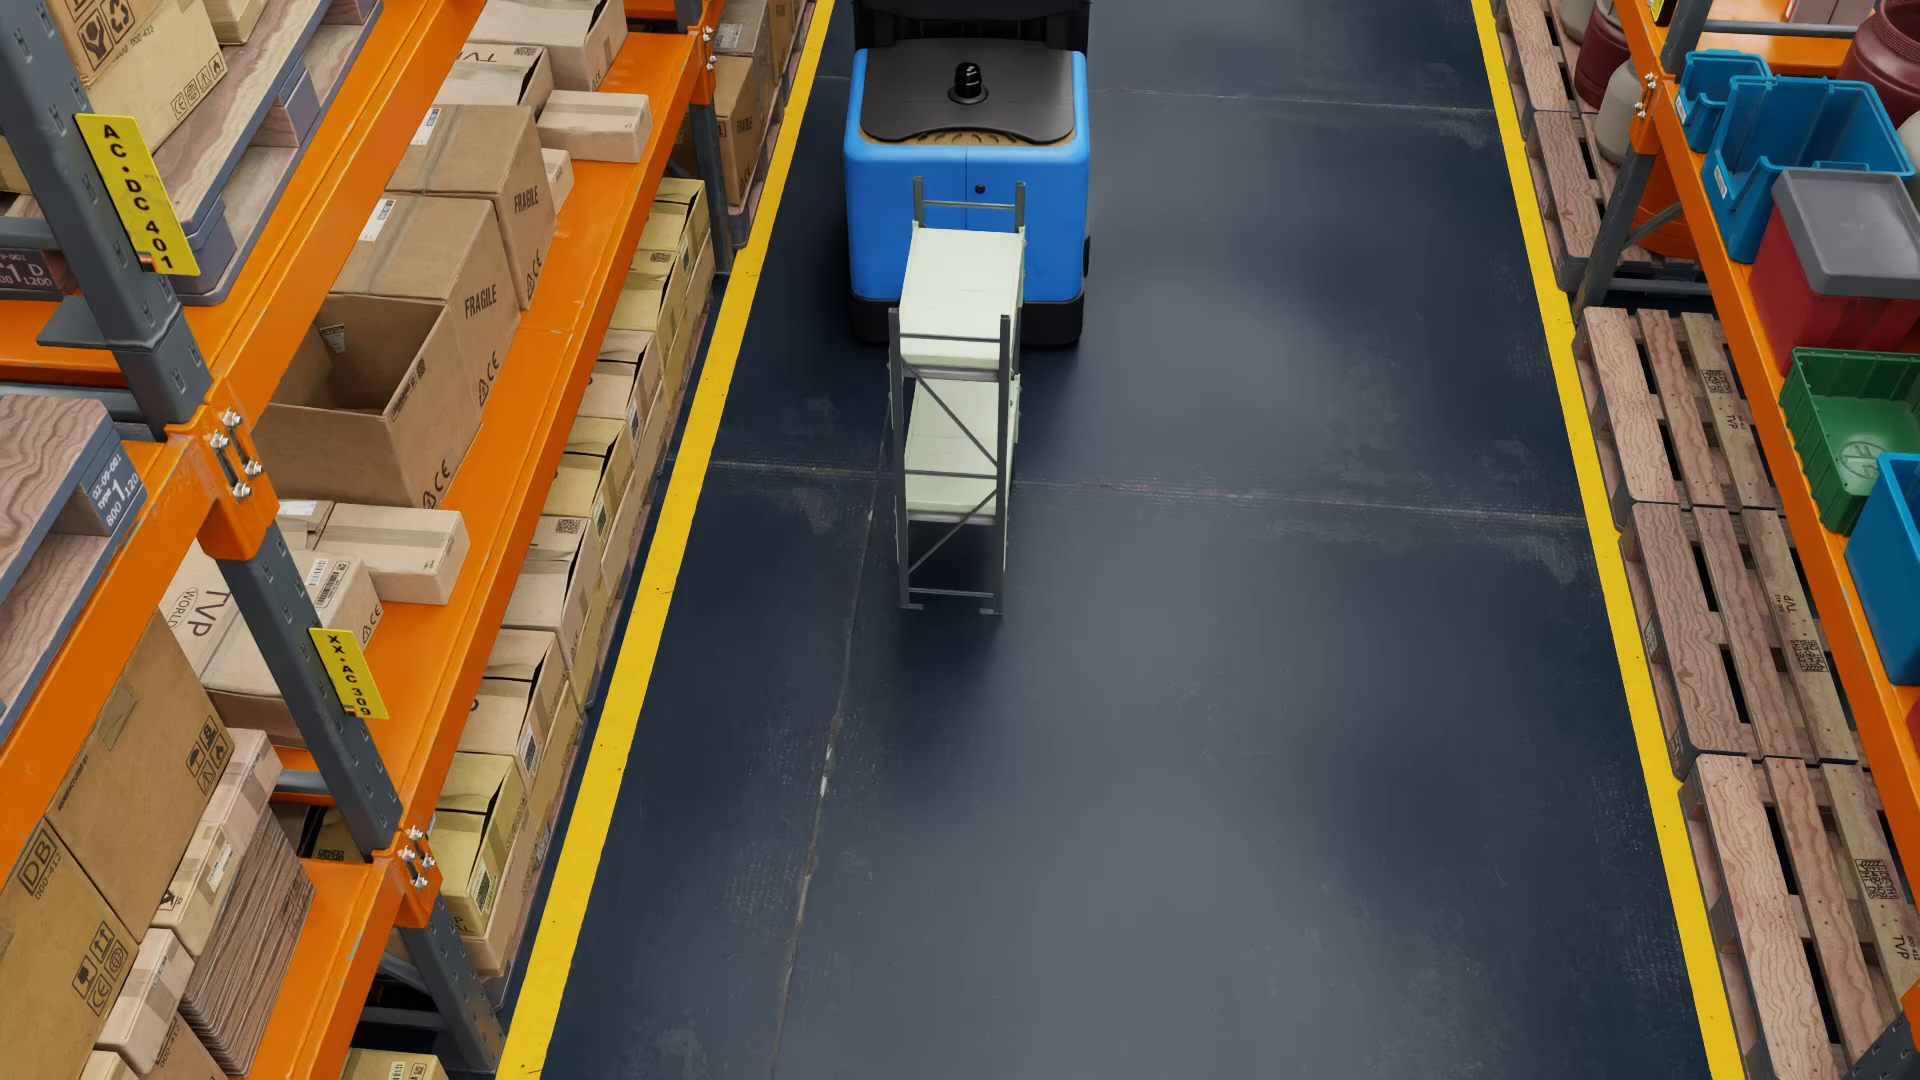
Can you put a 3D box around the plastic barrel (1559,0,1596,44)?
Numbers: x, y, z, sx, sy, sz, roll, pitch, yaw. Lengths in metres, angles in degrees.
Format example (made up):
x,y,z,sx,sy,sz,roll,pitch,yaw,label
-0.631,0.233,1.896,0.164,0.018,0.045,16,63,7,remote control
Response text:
x,y,z,sx,sy,sz,roll,pitch,yaw,label
3.437,-2.924,8.819,0.421,0.512,0.421,0,48,0,plastic barrel

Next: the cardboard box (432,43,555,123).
x,y,z,sx,sy,sz,roll,pitch,yaw,label
-1.863,-1.672,6.333,0.500,0.311,0.500,3,48,3,cardboard box

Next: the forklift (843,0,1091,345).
x,y,z,sx,sy,sz,roll,pitch,yaw,label
0.058,-2.942,7.481,1.130,2.935,3.031,1,48,1,forklift

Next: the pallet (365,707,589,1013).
x,y,z,sx,sy,sz,roll,pitch,yaw,label
-1.925,0.990,5.728,1.003,0.211,1.213,4,48,4,pallet

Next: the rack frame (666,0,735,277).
x,y,z,sx,sy,sz,roll,pitch,yaw,label
-1.589,-2.347,6.889,1.000,3.000,0.127,4,48,4,rack frame

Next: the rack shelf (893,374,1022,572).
x,y,z,sx,sy,sz,roll,pitch,yaw,label
-0.001,-0.281,6.459,0.431,0.370,0.720,4,48,4,rack shelf

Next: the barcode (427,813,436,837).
x,y,z,sx,sy,sz,roll,pitch,yaw,label
-1.515,0.804,4.753,0.001,0.075,0.075,4,48,4,barcode

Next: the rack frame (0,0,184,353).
x,y,z,sx,sy,sz,roll,pitch,yaw,label
-1.953,-1.432,1.987,1.000,3.000,0.127,4,48,4,rack frame

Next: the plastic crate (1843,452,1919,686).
x,y,z,sx,sy,sz,roll,pitch,yaw,label
2.770,0.102,4.660,0.392,0.384,0.575,4,48,4,plastic crate

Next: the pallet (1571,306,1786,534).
x,y,z,sx,sy,sz,roll,pitch,yaw,label
3.234,-0.503,7.093,1.003,0.211,1.213,4,48,4,pallet

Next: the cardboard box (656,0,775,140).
x,y,z,sx,sy,sz,roll,pitch,yaw,label
-1.221,-2.352,8.290,0.500,0.500,0.500,2,48,2,cardboard box

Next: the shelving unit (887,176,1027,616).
x,y,z,sx,sy,sz,roll,pitch,yaw,label
-0.001,-0.501,6.218,0.431,1.500,0.755,4,48,4,shelving unit

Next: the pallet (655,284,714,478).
x,y,z,sx,sy,sz,roll,pitch,yaw,label
-1.703,-0.803,7.368,1.003,0.211,1.213,4,48,4,pallet

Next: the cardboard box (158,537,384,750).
x,y,z,sx,sy,sz,roll,pitch,yaw,label
-1.952,0.279,4.590,0.500,0.250,0.500,7,48,6,cardboard box

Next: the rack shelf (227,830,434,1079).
x,y,z,sx,sy,sz,roll,pitch,yaw,label
-2.136,2.305,3.122,1.077,0.370,4.000,4,48,4,rack shelf

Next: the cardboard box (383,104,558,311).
x,y,z,sx,sy,sz,roll,pitch,yaw,label
-1.725,-1.146,5.724,0.500,0.500,0.500,2,48,1,cardboard box

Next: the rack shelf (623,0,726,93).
x,y,z,sx,sy,sz,roll,pitch,yaw,label
-1.407,-3.574,8.499,1.077,0.370,4.000,4,48,4,rack shelf

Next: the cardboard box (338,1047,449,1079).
x,y,z,sx,sy,sz,roll,pitch,yaw,label
-1.778,1.734,4.736,0.500,0.250,0.500,4,48,4,cardboard box

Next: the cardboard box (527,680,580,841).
x,y,z,sx,sy,sz,roll,pitch,yaw,label
-1.622,0.724,5.660,0.500,0.250,0.500,5,48,5,cardboard box

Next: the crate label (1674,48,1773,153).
x,y,z,sx,sy,sz,roll,pitch,yaw,label
2.932,-1.670,6.384,0.303,0.233,0.416,4,48,4,crate label

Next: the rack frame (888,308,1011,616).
x,y,z,sx,sy,sz,roll,pitch,yaw,label
-0.034,-0.232,5.972,0.400,1.500,0.023,4,48,4,rack frame

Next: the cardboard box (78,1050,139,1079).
x,y,z,sx,sy,sz,roll,pitch,yaw,label
-1.834,1.121,3.210,0.380,0.149,0.250,4,48,3,cardboard box

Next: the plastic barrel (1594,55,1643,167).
x,y,z,sx,sy,sz,roll,pitch,yaw,label
3.334,-2.094,8.060,0.421,0.512,0.421,0,48,0,plastic barrel

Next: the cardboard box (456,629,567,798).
x,y,z,sx,sy,sz,roll,pitch,yaw,label
-1.617,0.535,5.452,0.500,0.311,0.500,3,48,3,cardboard box

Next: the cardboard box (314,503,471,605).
x,y,z,sx,sy,sz,roll,pitch,yaw,label
-1.669,0.040,4.877,0.380,0.149,0.250,4,48,4,cardboard box

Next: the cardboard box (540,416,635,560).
x,y,z,sx,sy,sz,roll,pitch,yaw,label
-1.529,-0.227,6.150,0.500,0.311,0.500,5,48,5,cardboard box

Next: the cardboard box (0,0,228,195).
x,y,z,sx,sy,sz,roll,pitch,yaw,label
-1.888,-0.963,3.408,0.500,0.250,0.500,8,48,8,cardboard box

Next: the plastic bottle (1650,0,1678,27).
x,y,z,sx,sy,sz,roll,pitch,yaw,label
2.956,-2.297,6.923,0.061,0.283,0.133,4,48,4,plastic bottle

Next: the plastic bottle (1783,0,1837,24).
x,y,z,sx,sy,sz,roll,pitch,yaw,label
3.553,-2.275,6.908,0.152,0.276,0.135,4,48,4,plastic bottle

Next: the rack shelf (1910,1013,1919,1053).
x,y,z,sx,sy,sz,roll,pitch,yaw,label
2.797,2.641,2.815,1.077,0.370,4.000,4,48,4,rack shelf

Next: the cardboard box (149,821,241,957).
x,y,z,sx,sy,sz,roll,pitch,yaw,label
-1.789,0.736,3.563,0.380,0.149,0.250,3,48,3,cardboard box

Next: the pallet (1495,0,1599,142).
x,y,z,sx,sy,sz,roll,pitch,yaw,label
3.488,-2.546,8.961,1.003,0.211,1.213,4,48,4,pallet

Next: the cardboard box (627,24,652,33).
x,y,z,sx,sy,sz,roll,pitch,yaw,label
-1.736,-2.649,8.054,0.500,0.250,0.500,6,48,5,cardboard box

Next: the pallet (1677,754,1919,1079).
x,y,z,sx,sy,sz,roll,pitch,yaw,label
3.012,1.290,5.453,1.003,0.211,1.213,4,48,4,pallet

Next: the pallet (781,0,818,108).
x,y,z,sx,sy,sz,roll,pitch,yaw,label
-1.369,-2.846,9.236,1.003,0.211,1.213,4,48,4,pallet

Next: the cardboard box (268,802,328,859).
x,y,z,sx,sy,sz,roll,pitch,yaw,label
-2.202,0.873,5.144,0.500,0.311,0.500,4,48,4,cardboard box

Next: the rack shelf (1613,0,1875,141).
x,y,z,sx,sy,sz,roll,pitch,yaw,label
3.526,-3.238,8.192,1.077,0.370,4.000,4,48,4,rack shelf

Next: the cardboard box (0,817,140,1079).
x,y,z,sx,sy,sz,roll,pitch,yaw,label
-2.032,0.819,3.047,0.700,0.500,0.500,4,48,3,cardboard box

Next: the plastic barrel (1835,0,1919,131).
x,y,z,sx,sy,sz,roll,pitch,yaw,label
3.603,-1.695,6.202,0.600,0.536,0.708,4,48,4,plastic barrel

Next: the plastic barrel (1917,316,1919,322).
x,y,z,sx,sy,sz,roll,pitch,yaw,label
3.424,-0.969,5.553,0.421,0.512,0.421,0,48,0,plastic barrel

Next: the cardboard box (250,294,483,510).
x,y,z,sx,sy,sz,roll,pitch,yaw,label
-1.819,-0.391,5.033,0.500,0.500,0.500,7,48,6,cardboard box

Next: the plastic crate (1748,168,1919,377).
x,y,z,sx,sy,sz,roll,pitch,yaw,label
2.892,-0.866,5.491,0.402,0.464,0.583,4,48,4,plastic crate

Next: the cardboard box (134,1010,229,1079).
x,y,z,sx,sy,sz,roll,pitch,yaw,label
-2.029,1.273,3.511,0.700,0.500,0.500,3,48,3,cardboard box

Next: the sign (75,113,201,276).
x,y,z,sx,sy,sz,roll,pitch,yaw,label
-1.401,-0.585,2.841,0.100,0.325,0.005,4,48,4,sign

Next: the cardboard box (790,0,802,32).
x,y,z,sx,sy,sz,roll,pitch,yaw,label
-1.128,-3.104,8.978,0.500,0.500,0.500,2,48,2,cardboard box

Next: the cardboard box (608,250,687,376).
x,y,z,sx,sy,sz,roll,pitch,yaw,label
-1.432,-0.966,6.825,0.500,0.311,0.500,3,48,3,cardboard box

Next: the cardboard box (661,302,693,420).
x,y,z,sx,sy,sz,roll,pitch,yaw,label
-1.437,-0.778,7.034,0.500,0.250,0.500,3,48,3,cardboard box

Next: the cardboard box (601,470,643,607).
x,y,z,sx,sy,sz,roll,pitch,yaw,label
-1.530,-0.031,6.350,0.500,0.250,0.500,5,48,4,cardboard box
